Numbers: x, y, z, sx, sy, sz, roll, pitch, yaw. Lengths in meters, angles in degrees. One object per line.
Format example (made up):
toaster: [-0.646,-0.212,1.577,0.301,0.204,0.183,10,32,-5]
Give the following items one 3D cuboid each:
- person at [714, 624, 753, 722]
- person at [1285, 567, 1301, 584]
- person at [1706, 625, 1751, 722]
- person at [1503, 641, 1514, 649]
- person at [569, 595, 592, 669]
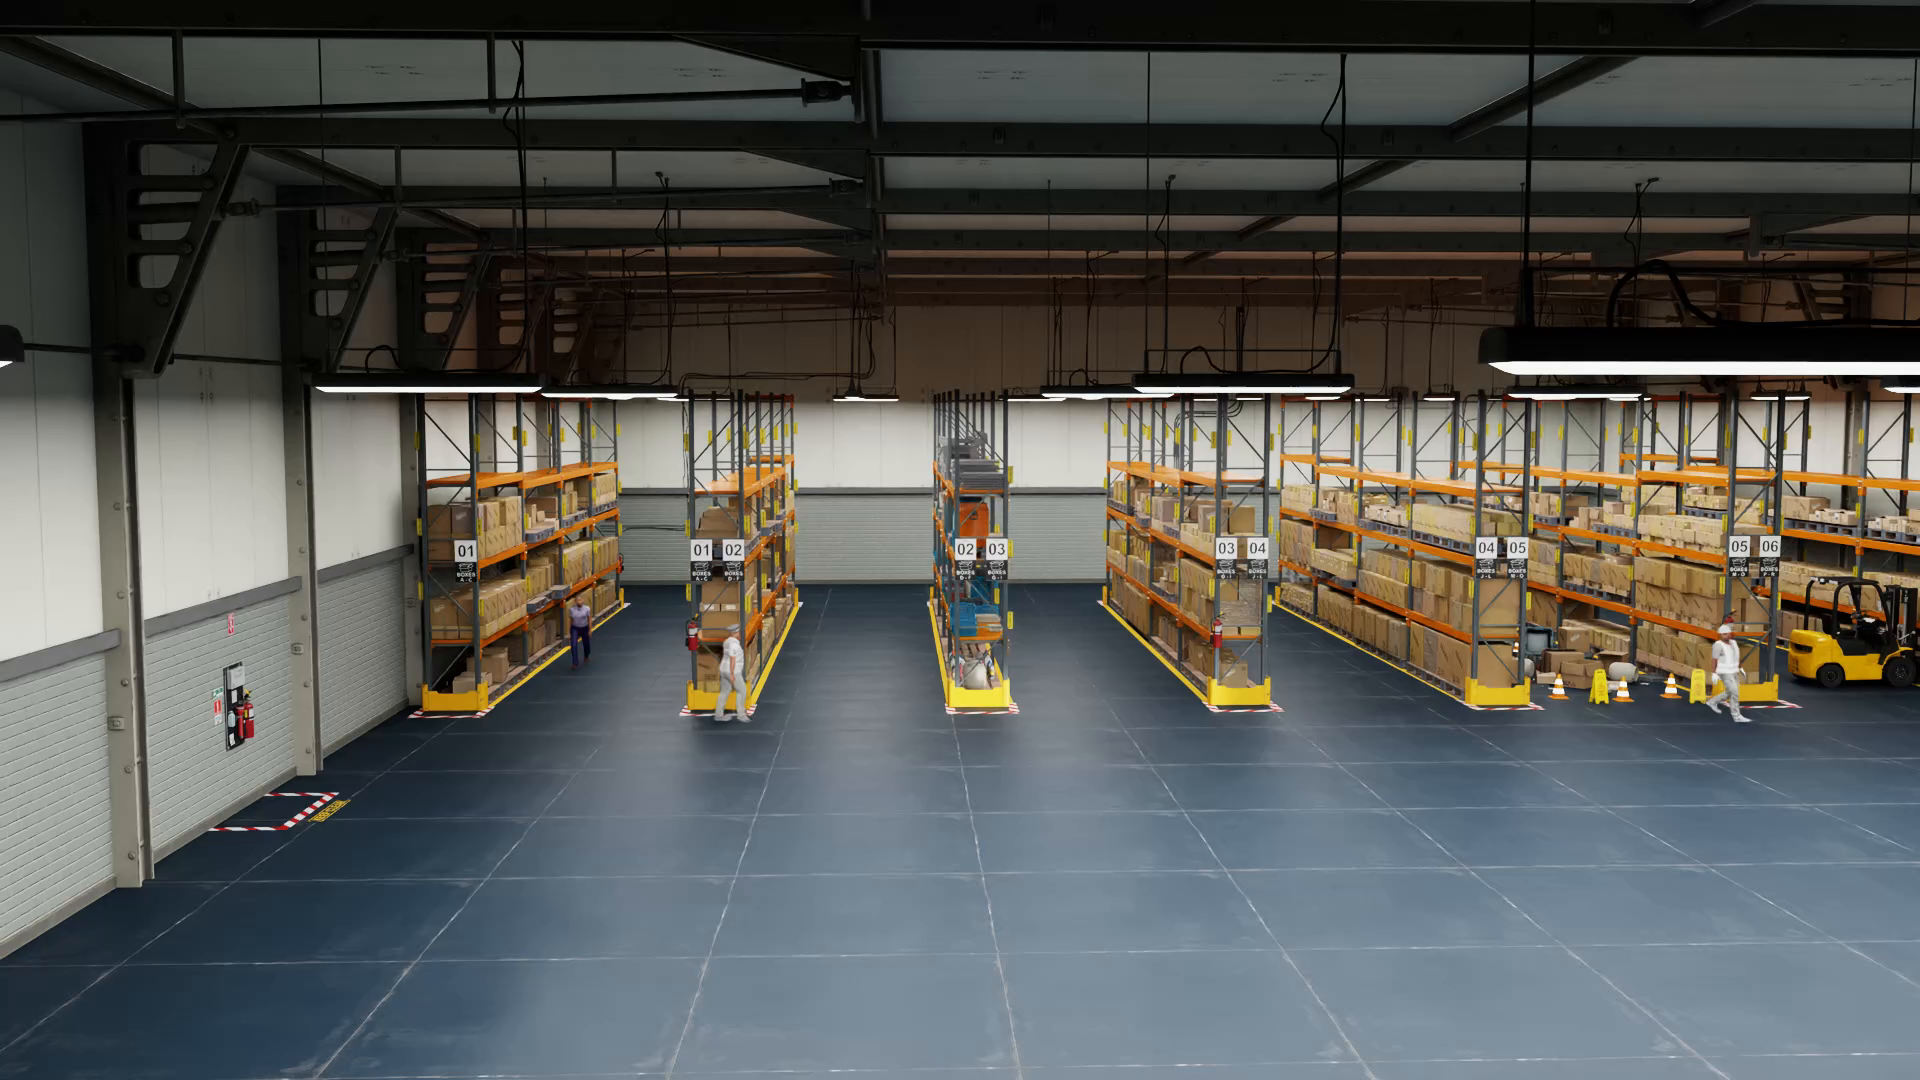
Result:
person: [-4.125,2.419,30.022,0.660,1.807,0.576,-3,6,-34]
person: [10.325,0.671,51.488,0.556,1.662,0.486,-1,5,-17]
person: [13.895,2.401,30.062,0.557,1.744,0.896,-3,6,-35]
person: [12.806,1.711,38.911,0.503,1.685,0.419,-2,5,-26]
person: [-8.259,1.959,36.173,0.492,1.578,0.947,-1,5,-10]
